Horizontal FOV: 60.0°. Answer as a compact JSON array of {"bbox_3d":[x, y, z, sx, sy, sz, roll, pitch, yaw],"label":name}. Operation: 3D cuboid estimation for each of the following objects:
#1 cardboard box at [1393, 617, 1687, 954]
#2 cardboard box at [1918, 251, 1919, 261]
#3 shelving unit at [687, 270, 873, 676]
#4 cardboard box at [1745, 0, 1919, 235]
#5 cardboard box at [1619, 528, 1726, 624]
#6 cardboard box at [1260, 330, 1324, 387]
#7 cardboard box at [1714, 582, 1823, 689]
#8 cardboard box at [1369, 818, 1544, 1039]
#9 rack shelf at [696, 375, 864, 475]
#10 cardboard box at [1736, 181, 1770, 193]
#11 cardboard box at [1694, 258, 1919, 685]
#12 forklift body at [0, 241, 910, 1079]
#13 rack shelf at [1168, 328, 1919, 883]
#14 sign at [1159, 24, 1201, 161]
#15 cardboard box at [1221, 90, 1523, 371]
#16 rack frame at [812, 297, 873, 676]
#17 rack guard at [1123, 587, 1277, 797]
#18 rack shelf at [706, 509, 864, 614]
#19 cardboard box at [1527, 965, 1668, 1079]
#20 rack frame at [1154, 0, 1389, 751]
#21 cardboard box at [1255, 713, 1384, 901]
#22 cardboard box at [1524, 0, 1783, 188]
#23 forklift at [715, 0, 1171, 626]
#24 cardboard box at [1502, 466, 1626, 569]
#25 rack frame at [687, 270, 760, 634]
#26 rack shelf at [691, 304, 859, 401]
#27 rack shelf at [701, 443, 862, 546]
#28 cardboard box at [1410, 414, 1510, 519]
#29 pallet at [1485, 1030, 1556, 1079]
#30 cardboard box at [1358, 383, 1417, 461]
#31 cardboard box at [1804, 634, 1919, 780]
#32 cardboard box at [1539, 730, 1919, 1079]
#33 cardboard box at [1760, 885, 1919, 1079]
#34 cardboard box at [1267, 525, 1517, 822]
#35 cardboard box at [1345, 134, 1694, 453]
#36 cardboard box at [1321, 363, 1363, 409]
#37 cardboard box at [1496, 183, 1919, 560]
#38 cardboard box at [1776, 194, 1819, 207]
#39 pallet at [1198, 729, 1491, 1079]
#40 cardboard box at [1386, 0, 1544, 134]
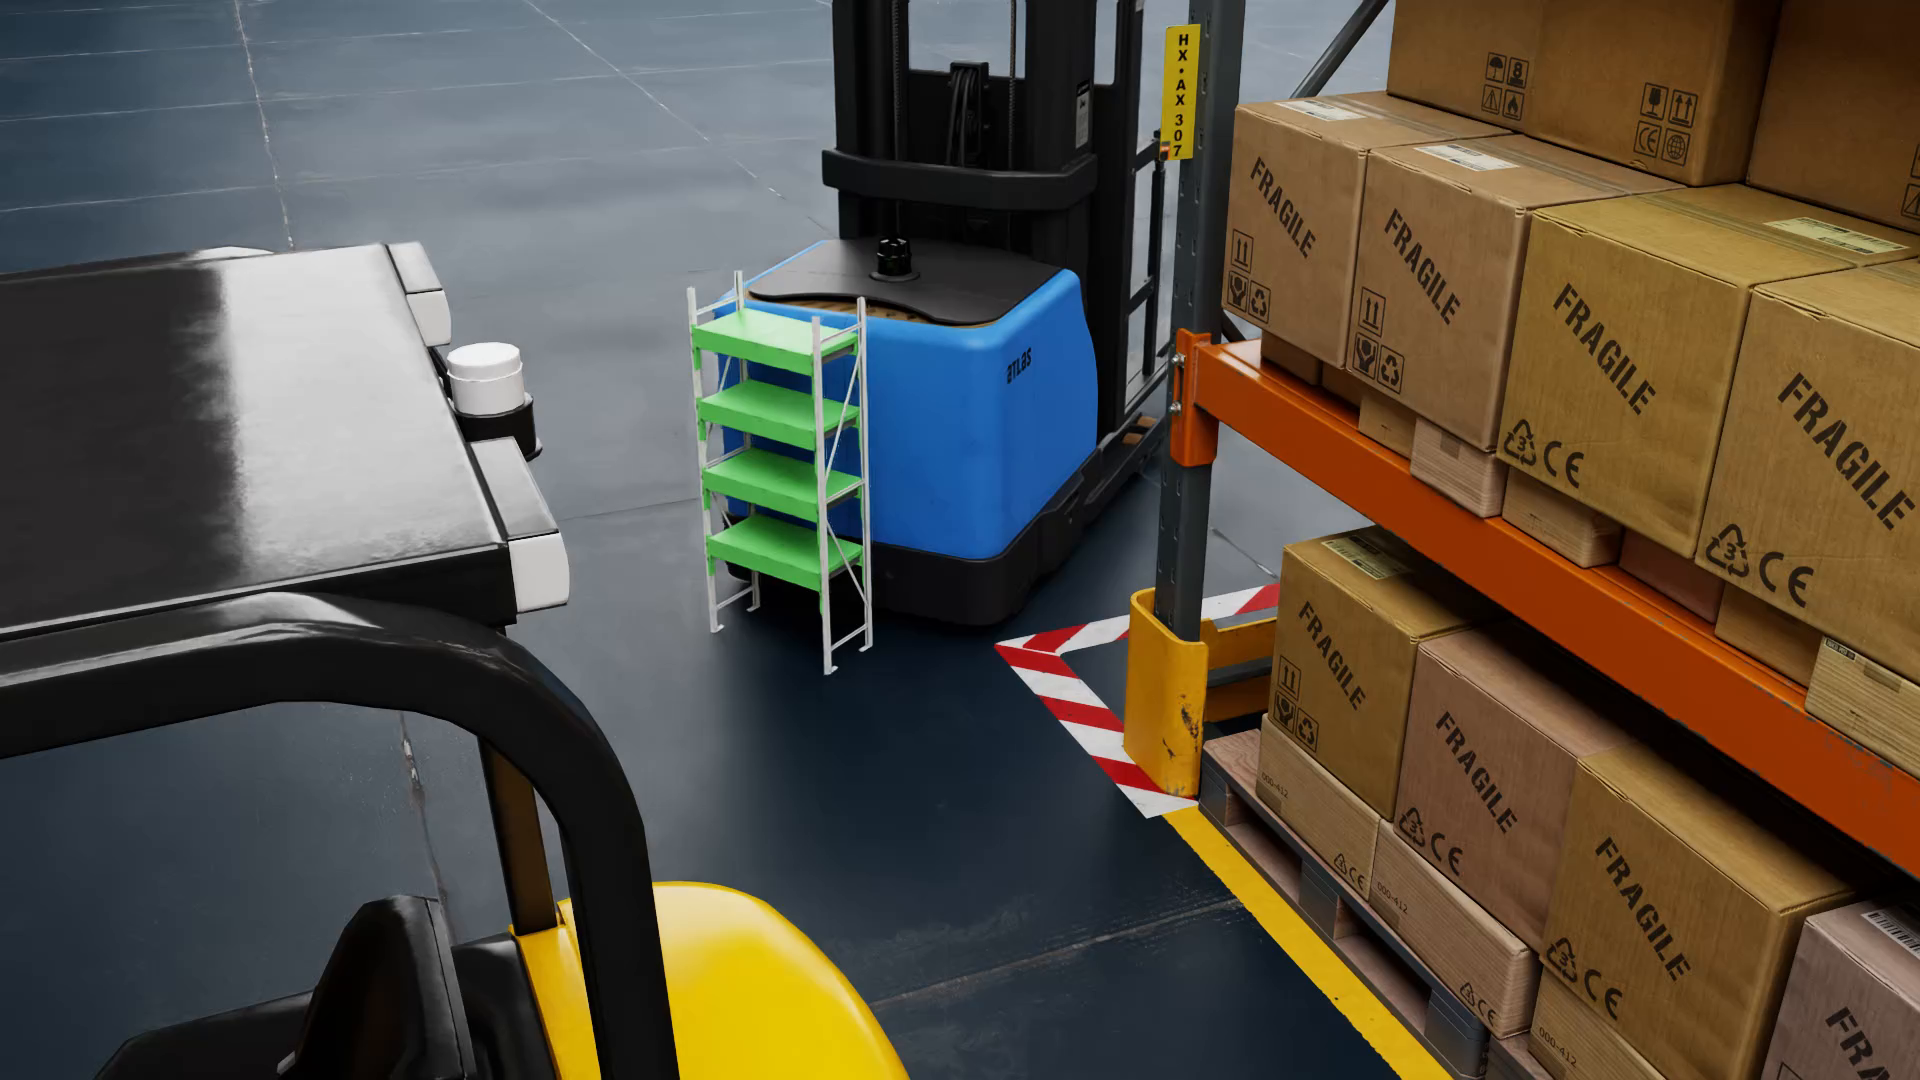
[{"bbox_3d":[1.324,0.498,3.611,0.500,0.500,0.500,-12,28,-23],"label":"cardboard box"},{"bbox_3d":[1.998,-0.645,2.559,0.700,0.500,0.500,-11,28,-21],"label":"cardboard box"},{"bbox_3d":[-0.563,-0.209,5.308,0.503,1.200,0.258,17,30,30],"label":"shelving unit"},{"bbox_3d":[1.930,-0.870,3.020,0.700,0.500,0.500,-11,28,-21],"label":"cardboard box"},{"bbox_3d":[1.475,0.007,3.103,0.380,0.149,0.250,-10,28,-19],"label":"cardboard box"},{"bbox_3d":[0.986,-0.519,4.180,0.380,0.149,0.250,-10,28,-20],"label":"cardboard box"},{"bbox_3d":[1.551,0.119,2.875,0.380,0.149,0.250,-11,28,-22],"label":"cardboard box"},{"bbox_3d":[1.298,0.823,3.801,0.500,0.250,0.500,-10,28,-19],"label":"cardboard box"},{"bbox_3d":[-0.562,-0.367,5.231,0.480,0.148,0.258,17,30,30],"label":"rack shelf"},{"bbox_3d":[1.701,-0.608,3.624,0.500,0.500,0.500,-11,28,-20],"label":"cardboard box"},{"bbox_3d":[1.587,-0.126,2.637,0.500,0.500,0.500,-11,28,-22],"label":"cardboard box"},{"bbox_3d":[-1.101,0.883,1.989,2.313,2.155,1.214,-11,28,-21],"label":"forklift body"},{"bbox_3d":[1.827,0.326,2.983,1.077,0.370,4.000,-11,28,-21],"label":"rack shelf"},{"bbox_3d":[0.544,-1.100,4.098,0.100,0.325,0.005,-11,28,-21],"label":"sign"},{"bbox_3d":[0.974,-0.744,3.902,0.500,0.500,0.500,-11,28,-21],"label":"cardboard box"},{"bbox_3d":[-0.361,-0.148,5.184,0.015,1.200,0.240,17,30,30],"label":"rack frame"},{"bbox_3d":[1.073,0.349,4.965,1.175,0.500,0.348,-11,28,-21],"label":"rack guard"},{"bbox_3d":[-0.564,0.065,5.439,0.480,0.148,0.258,17,30,30],"label":"rack shelf"},{"bbox_3d":[1.523,1.041,3.354,0.500,0.250,0.500,-9,27,-17],"label":"cardboard box"},{"bbox_3d":[1.044,-0.805,4.479,1.000,3.000,0.127,-11,28,-21],"label":"rack frame"},{"bbox_3d":[1.105,0.616,4.226,0.500,0.250,0.500,-11,28,-21],"label":"cardboard box"},{"bbox_3d":[1.636,-1.058,3.406,0.700,0.500,0.500,-10,28,-20],"label":"cardboard box"},{"bbox_3d":[0.217,-1.654,6.297,1.130,2.935,3.031,10,28,20],"label":"forklift"},{"bbox_3d":[1.317,-0.089,3.301,0.380,0.149,0.250,-10,28,-19],"label":"cardboard box"},{"bbox_3d":[-0.765,-0.269,5.431,0.015,1.200,0.240,17,30,30],"label":"rack frame"},{"bbox_3d":[-0.561,-0.584,5.127,0.480,0.148,0.258,17,30,30],"label":"rack shelf"},{"bbox_3d":[-0.563,-0.151,5.335,0.480,0.148,0.258,17,30,30],"label":"rack shelf"},{"bbox_3d":[1.184,-0.188,3.503,0.380,0.149,0.250,-10,28,-20],"label":"cardboard box"},{"bbox_3d":[1.833,1.305,3.337,1.003,0.211,1.213,-11,28,-21],"label":"pallet"},{"bbox_3d":[1.127,-0.298,3.729,0.380,0.149,0.250,-12,28,-22],"label":"cardboard box"},{"bbox_3d":[1.596,0.230,2.646,0.380,0.149,0.250,-10,28,-20],"label":"cardboard box"},{"bbox_3d":[1.513,0.702,3.193,0.500,0.500,0.500,-10,28,-20],"label":"cardboard box"},{"bbox_3d":[1.730,0.917,2.754,0.500,0.500,0.500,-9,27,-18],"label":"cardboard box"},{"bbox_3d":[1.115,0.288,4.042,0.500,0.500,0.500,-12,28,-22],"label":"cardboard box"},{"bbox_3d":[1.180,-0.536,3.475,0.500,0.500,0.500,-10,28,-19],"label":"cardboard box"},{"bbox_3d":[1.098,-0.419,3.977,0.380,0.149,0.250,-10,28,-20],"label":"cardboard box"},{"bbox_3d":[1.380,-0.330,3.054,0.500,0.500,0.500,-11,28,-22],"label":"cardboard box"},{"bbox_3d":[1.894,-0.406,3.209,0.500,0.500,0.500,-11,28,-21],"label":"cardboard box"},{"bbox_3d":[1.359,0.813,4.344,1.003,0.211,1.213,-11,28,-21],"label":"pallet"},{"bbox_3d":[1.444,-1.264,3.827,0.700,0.500,0.500,-11,28,-22],"label":"cardboard box"}]
